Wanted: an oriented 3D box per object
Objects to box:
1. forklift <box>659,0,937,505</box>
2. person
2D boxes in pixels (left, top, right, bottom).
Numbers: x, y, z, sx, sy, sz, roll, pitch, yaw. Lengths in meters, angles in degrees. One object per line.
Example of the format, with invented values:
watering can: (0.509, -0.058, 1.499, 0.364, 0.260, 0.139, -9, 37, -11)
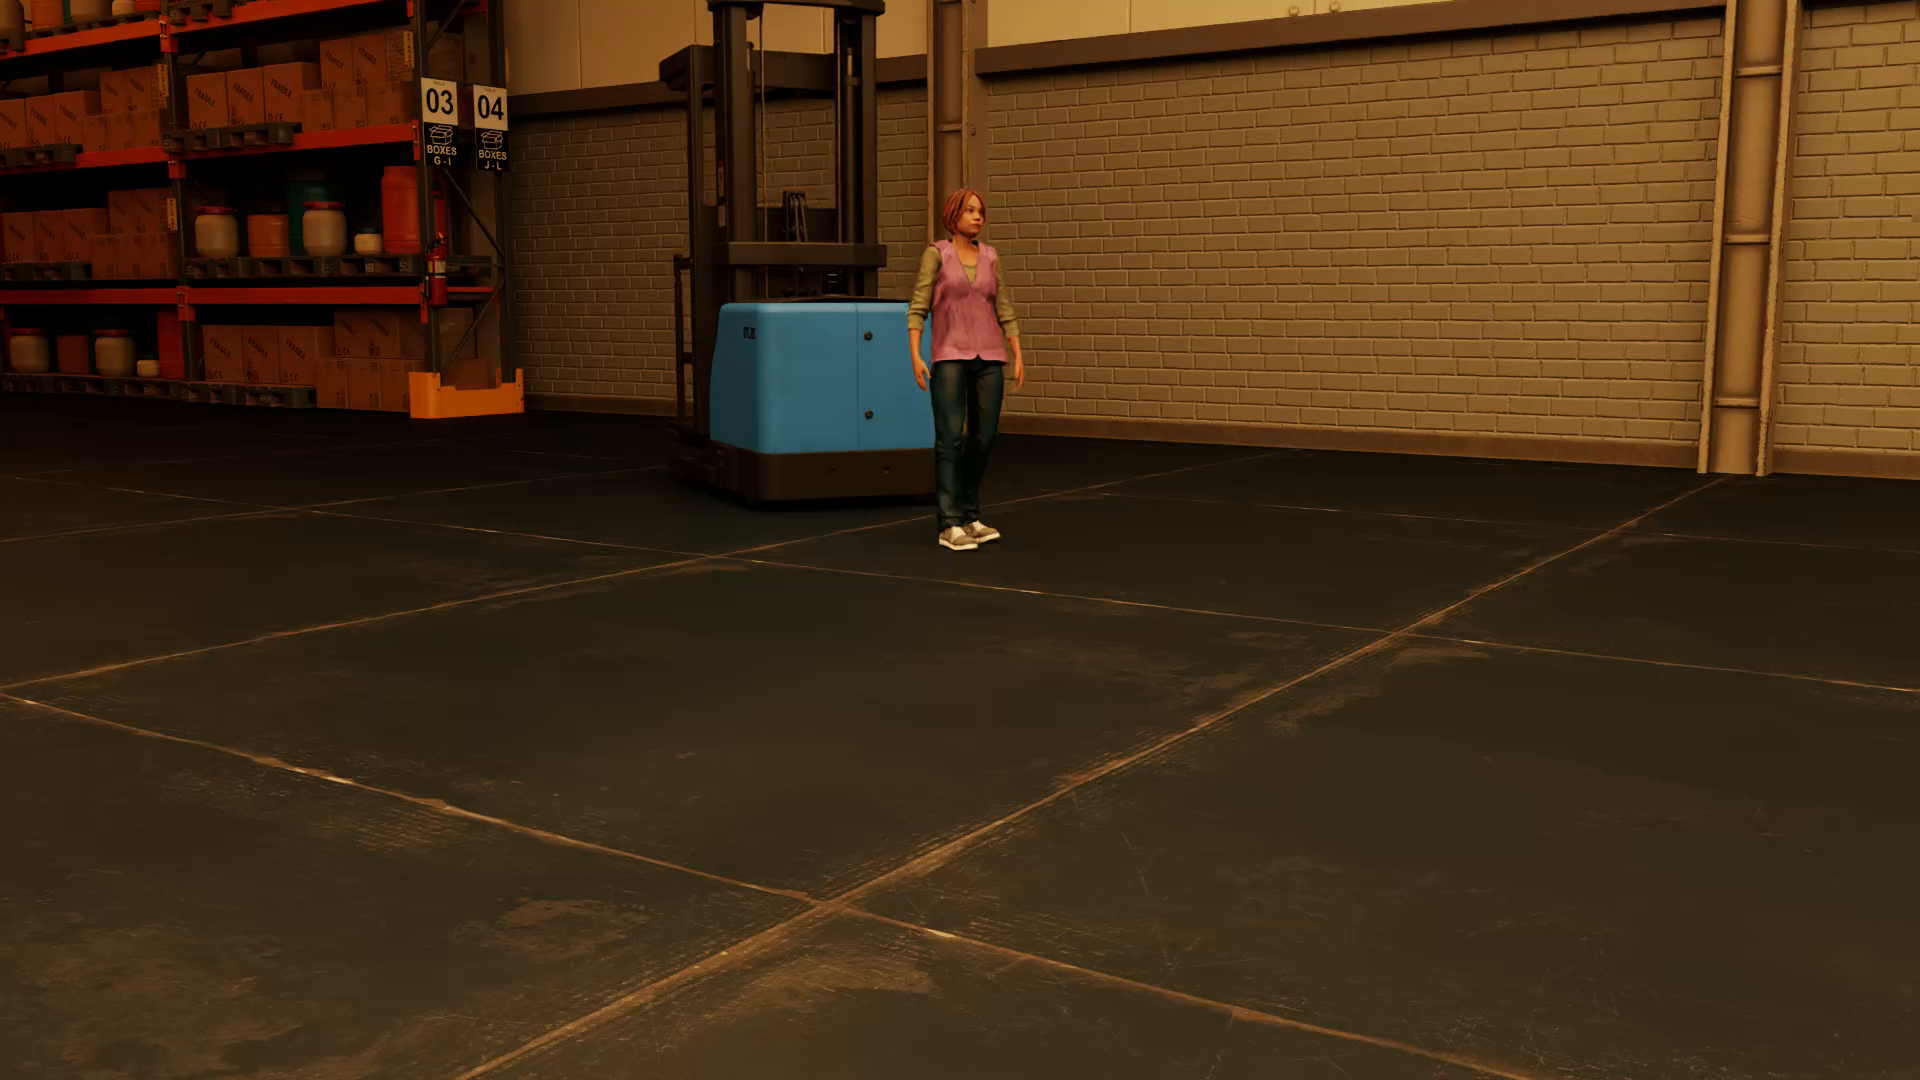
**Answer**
forklift: (-1.126, -1.802, 9.864, 1.130, 2.935, 3.031, -3, 9, -23)
person: (0.060, -0.757, 7.367, 0.516, 1.581, 0.534, -3, 9, -20)
